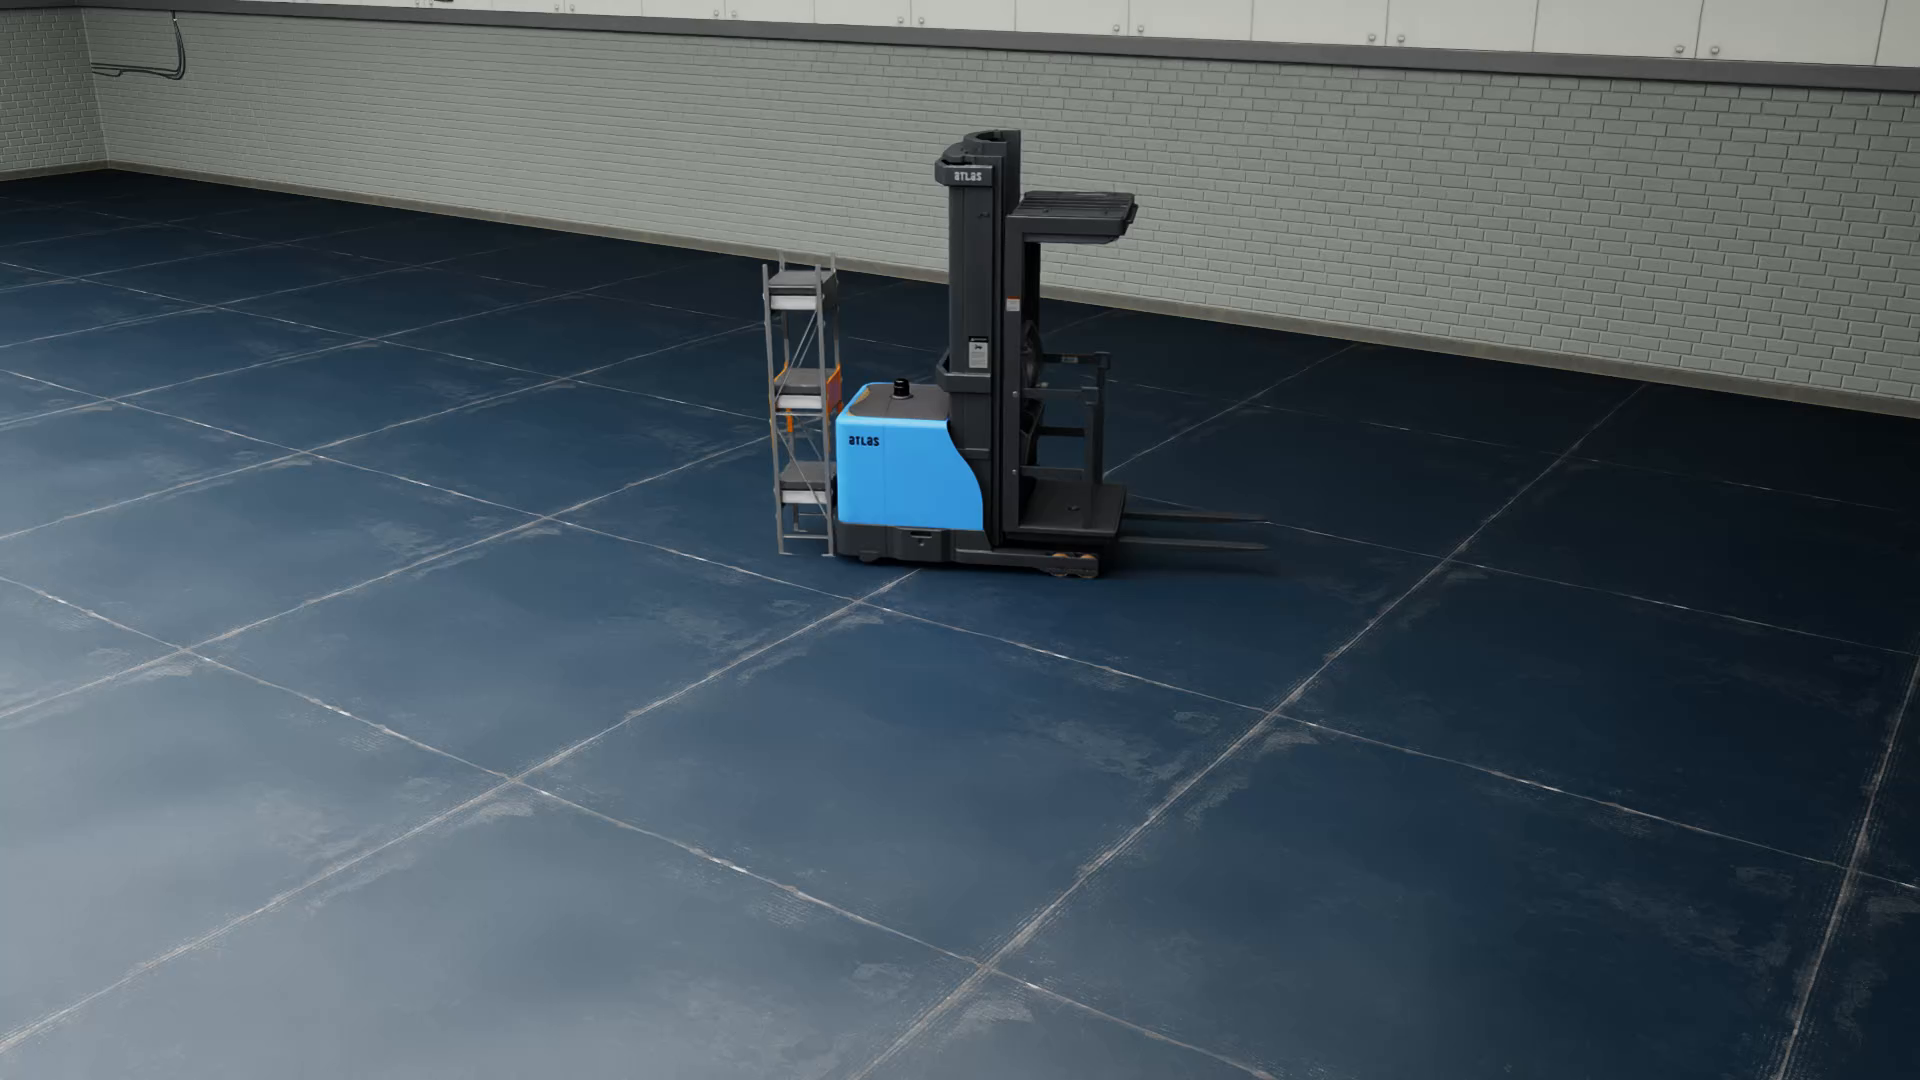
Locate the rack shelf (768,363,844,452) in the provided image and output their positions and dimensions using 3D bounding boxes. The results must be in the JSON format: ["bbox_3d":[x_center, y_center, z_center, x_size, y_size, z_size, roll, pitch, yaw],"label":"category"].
[{"bbox_3d":[-1.089,-0.947,11.825,0.431,0.518,0.480,2,20,8],"label":"rack shelf"}]

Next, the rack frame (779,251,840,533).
[{"bbox_3d":[-1.056,-1.043,12.047,0.400,2.100,0.015,2,20,8],"label":"rack frame"}]

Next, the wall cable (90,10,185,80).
[{"bbox_3d":[-14.678,-9.403,29.190,3.097,2.526,0.112,13,24,32],"label":"wall cable"}]

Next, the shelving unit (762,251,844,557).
[{"bbox_3d":[-1.089,-0.959,11.820,0.431,2.100,0.503,2,20,8],"label":"shelving unit"}]

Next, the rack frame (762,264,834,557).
[{"bbox_3d":[-1.121,-0.876,11.593,0.400,2.100,0.015,2,20,8],"label":"rack frame"}]

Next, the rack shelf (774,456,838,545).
[{"bbox_3d":[-1.076,-0.289,12.066,0.431,0.518,0.480,2,20,8],"label":"rack shelf"}]

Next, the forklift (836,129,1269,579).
[{"bbox_3d":[0.687,-1.301,11.558,3.031,2.935,1.130,3,21,8],"label":"forklift"}]

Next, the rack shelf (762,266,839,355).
[{"bbox_3d":[-1.101,-1.604,11.584,0.431,0.518,0.480,2,20,8],"label":"rack shelf"}]
